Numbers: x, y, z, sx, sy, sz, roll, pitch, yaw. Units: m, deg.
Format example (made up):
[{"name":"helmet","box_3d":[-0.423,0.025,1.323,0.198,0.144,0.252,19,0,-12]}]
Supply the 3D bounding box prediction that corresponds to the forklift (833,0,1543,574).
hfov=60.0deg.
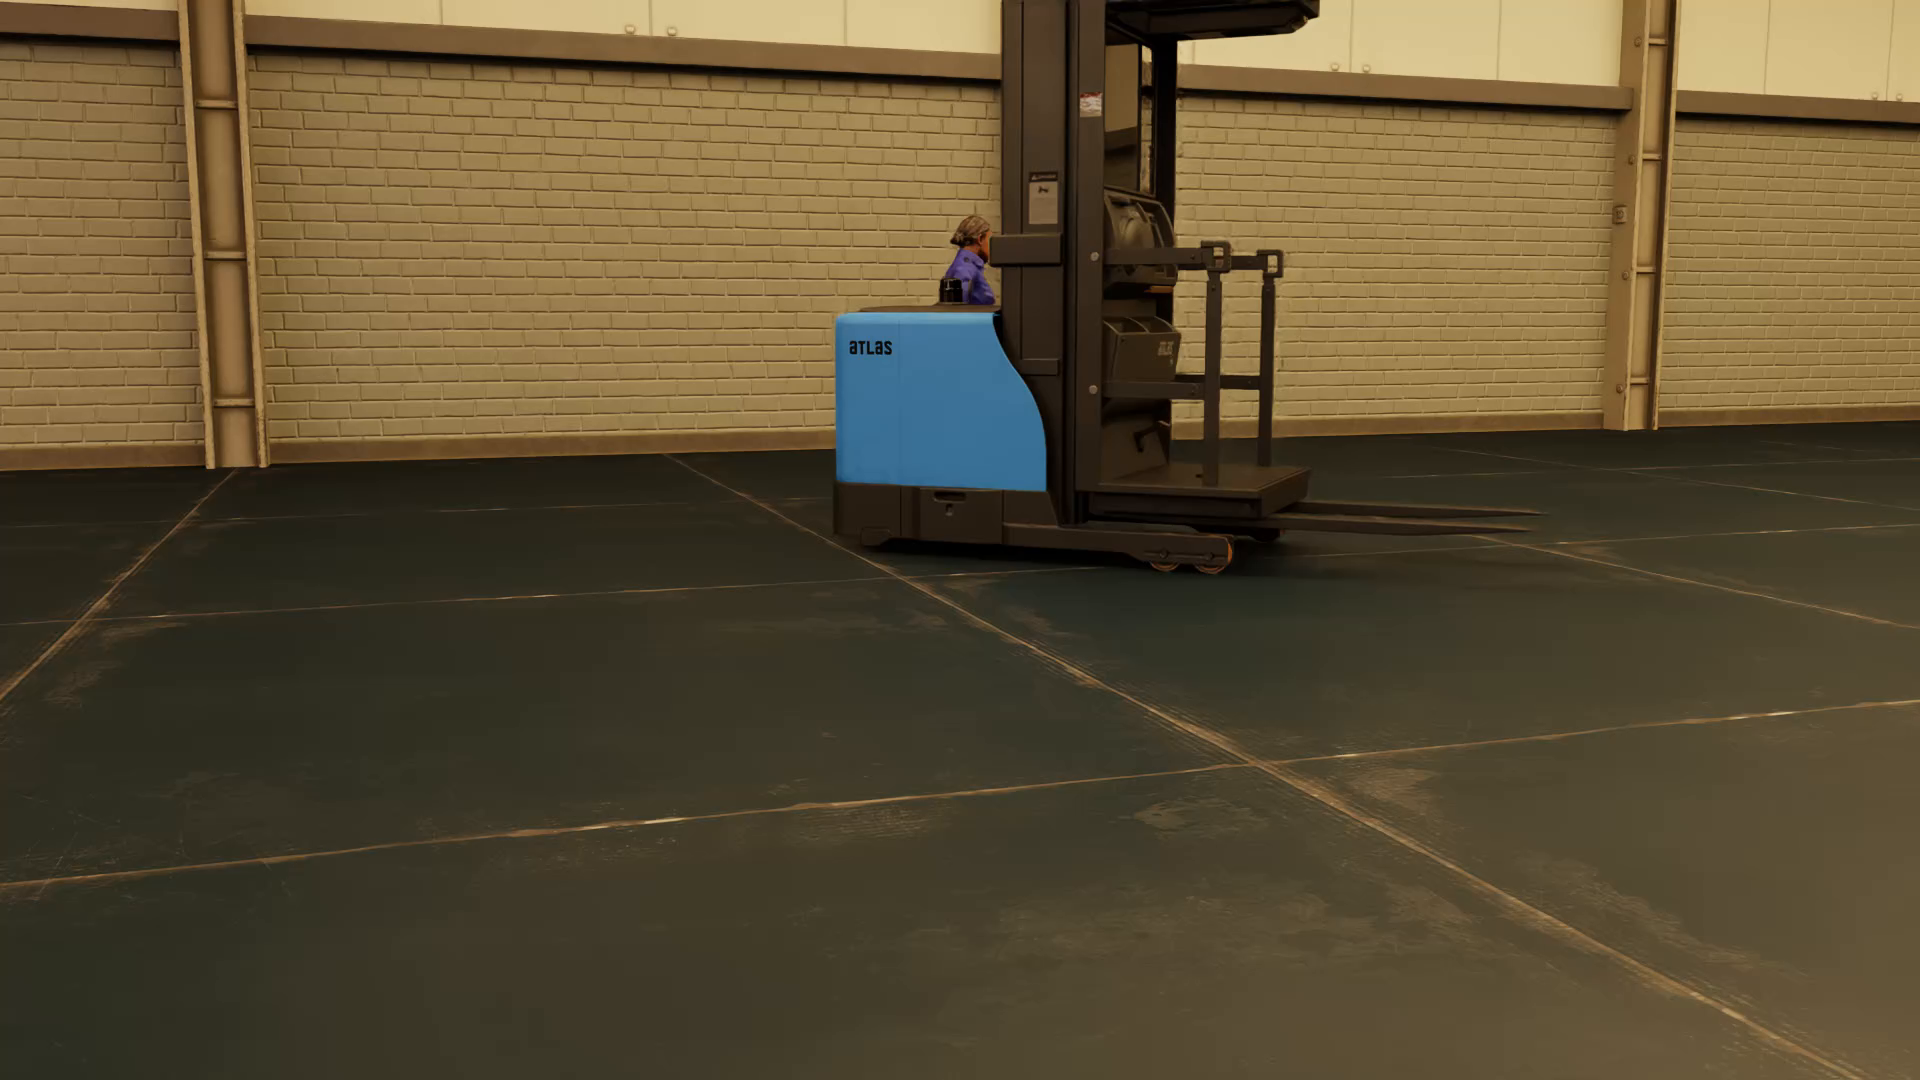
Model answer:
[{"name":"forklift","box_3d":[0.985,-1.392,7.279,3.031,2.935,1.130,3,8,23]}]

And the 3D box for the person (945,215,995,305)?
[{"name":"person","box_3d":[-0.024,-0.895,8.803,0.465,1.635,0.804,0,8,-1]}]
